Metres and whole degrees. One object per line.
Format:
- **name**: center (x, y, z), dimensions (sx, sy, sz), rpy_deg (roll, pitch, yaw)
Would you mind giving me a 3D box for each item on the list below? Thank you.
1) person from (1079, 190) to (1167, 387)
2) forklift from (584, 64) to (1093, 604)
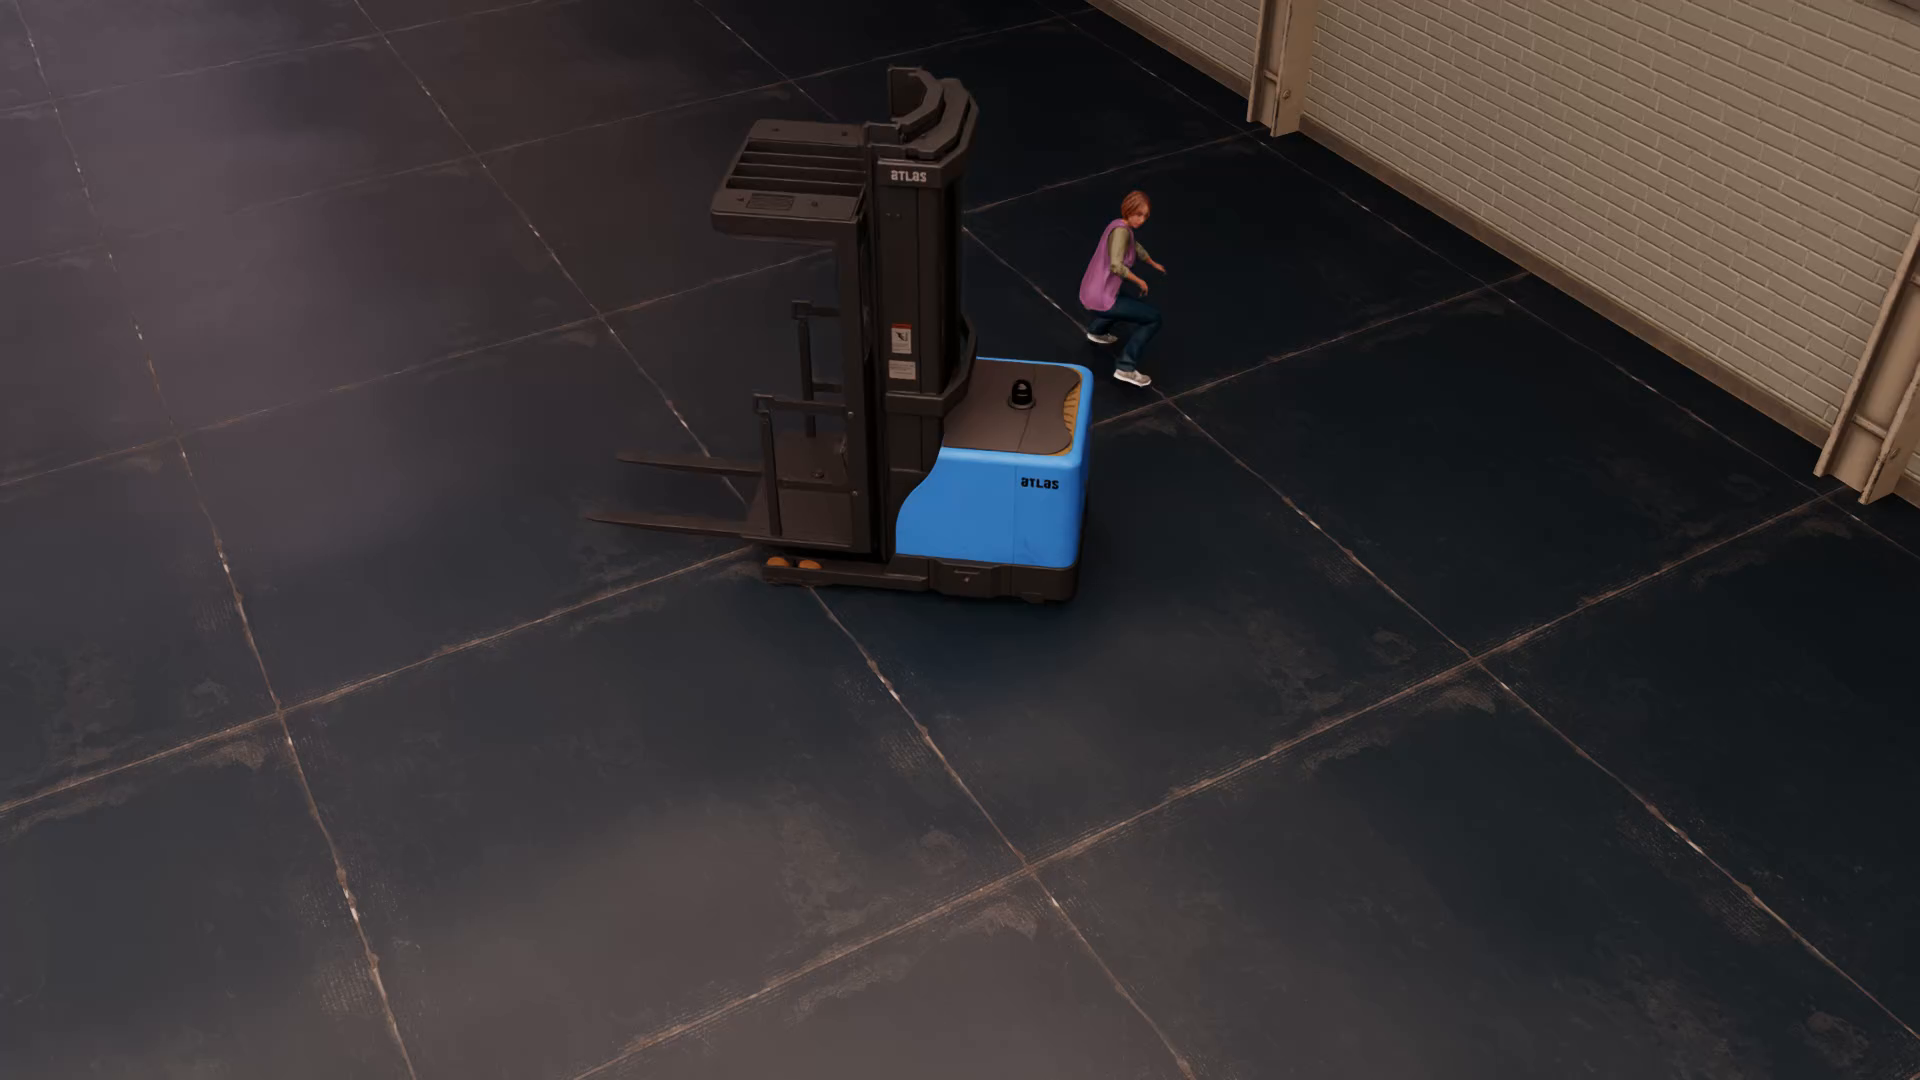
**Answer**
- **person**: center (1.148, -1.745, 11.419), dimensions (0.696, 1.383, 0.781), rpy_deg (-4, 40, -5)
- **forklift**: center (-0.753, -1.173, 9.450), dimensions (3.031, 2.935, 1.130), rpy_deg (5, 40, 6)
